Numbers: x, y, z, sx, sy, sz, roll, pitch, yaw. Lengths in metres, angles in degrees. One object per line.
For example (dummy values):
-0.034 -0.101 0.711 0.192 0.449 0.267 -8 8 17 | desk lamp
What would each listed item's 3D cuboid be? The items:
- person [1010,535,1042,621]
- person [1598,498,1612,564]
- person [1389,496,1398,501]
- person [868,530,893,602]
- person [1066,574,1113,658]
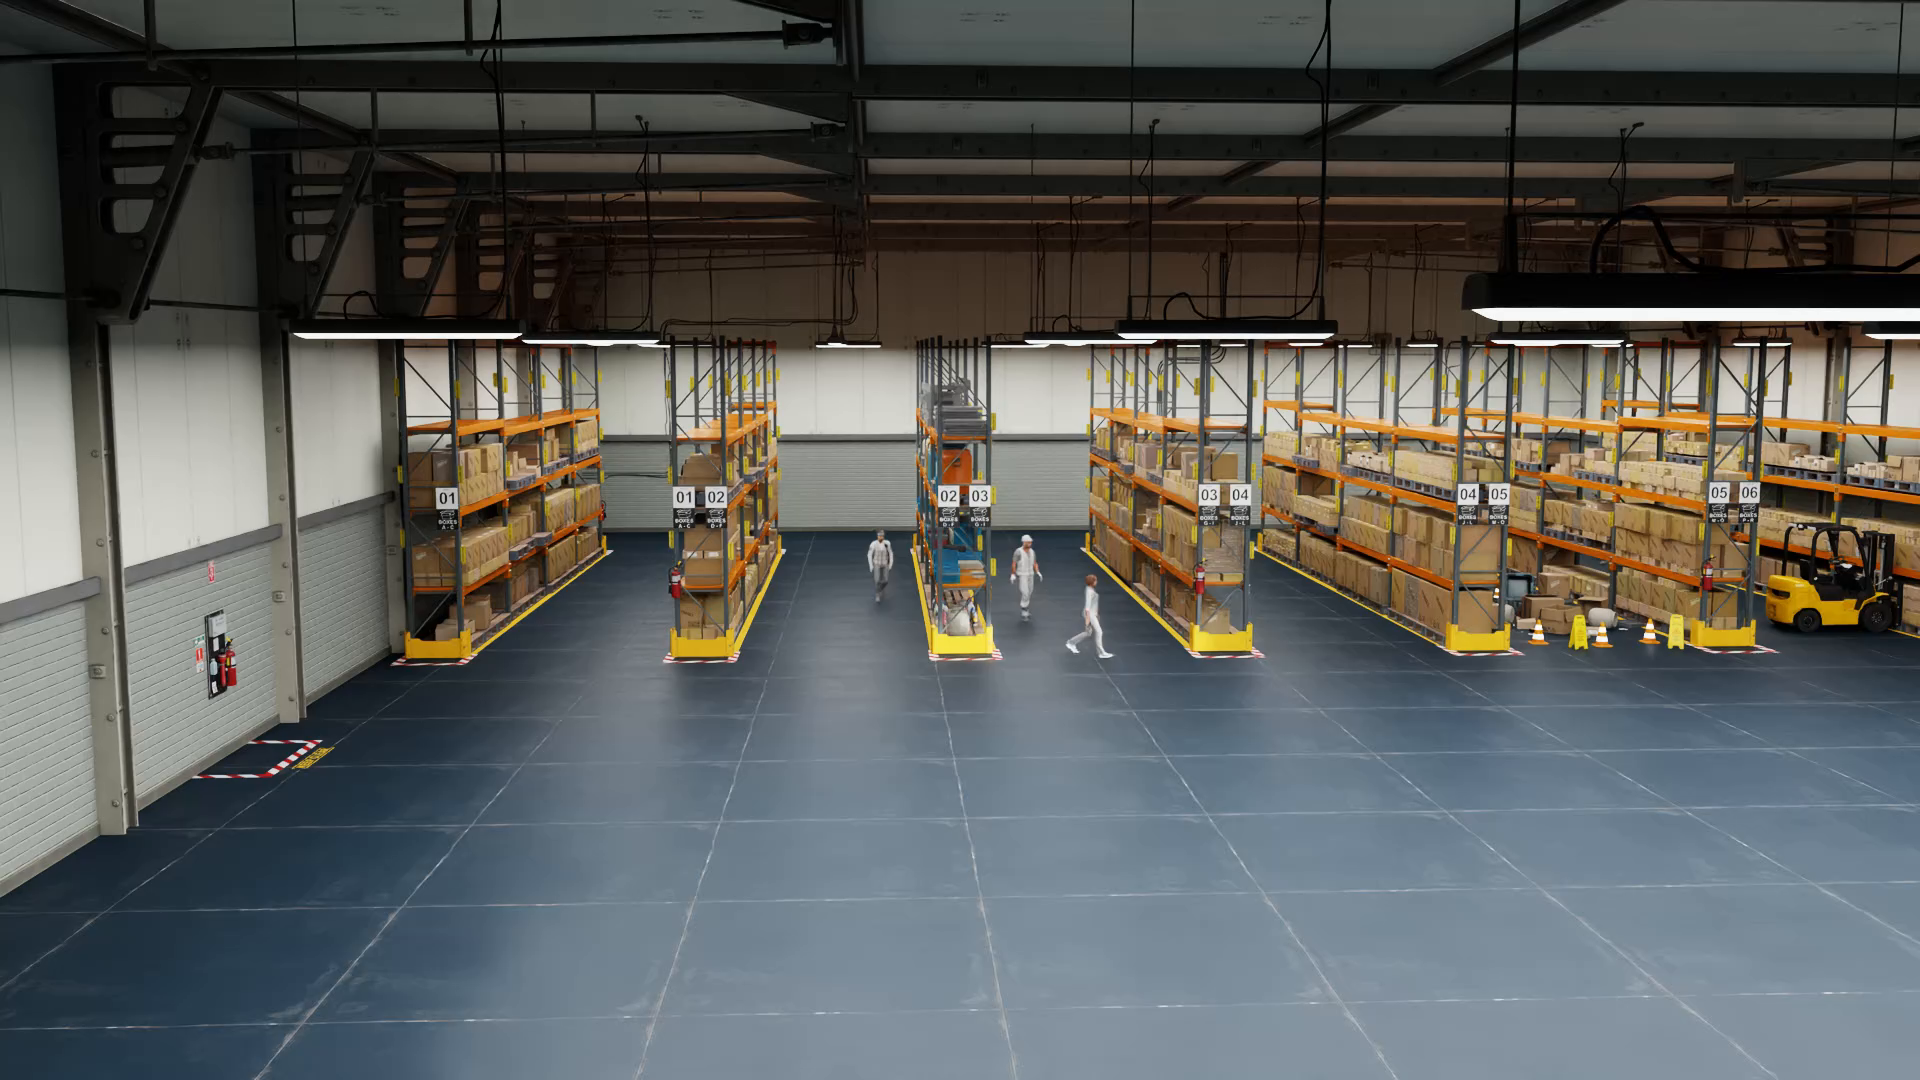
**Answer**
1.417 0.821 35.612 0.586 1.856 0.564 -5 8 -40 | person
17.563 -0.209 44.688 0.513 1.809 0.577 -3 7 -28 | person
12.345 -0.485 47.039 0.851 1.743 0.526 5 8 35 | person
-1.840 0.568 38.287 0.583 1.659 0.549 -1 7 -11 | person
2.419 1.413 31.086 0.869 1.560 0.448 0 6 2 | person
